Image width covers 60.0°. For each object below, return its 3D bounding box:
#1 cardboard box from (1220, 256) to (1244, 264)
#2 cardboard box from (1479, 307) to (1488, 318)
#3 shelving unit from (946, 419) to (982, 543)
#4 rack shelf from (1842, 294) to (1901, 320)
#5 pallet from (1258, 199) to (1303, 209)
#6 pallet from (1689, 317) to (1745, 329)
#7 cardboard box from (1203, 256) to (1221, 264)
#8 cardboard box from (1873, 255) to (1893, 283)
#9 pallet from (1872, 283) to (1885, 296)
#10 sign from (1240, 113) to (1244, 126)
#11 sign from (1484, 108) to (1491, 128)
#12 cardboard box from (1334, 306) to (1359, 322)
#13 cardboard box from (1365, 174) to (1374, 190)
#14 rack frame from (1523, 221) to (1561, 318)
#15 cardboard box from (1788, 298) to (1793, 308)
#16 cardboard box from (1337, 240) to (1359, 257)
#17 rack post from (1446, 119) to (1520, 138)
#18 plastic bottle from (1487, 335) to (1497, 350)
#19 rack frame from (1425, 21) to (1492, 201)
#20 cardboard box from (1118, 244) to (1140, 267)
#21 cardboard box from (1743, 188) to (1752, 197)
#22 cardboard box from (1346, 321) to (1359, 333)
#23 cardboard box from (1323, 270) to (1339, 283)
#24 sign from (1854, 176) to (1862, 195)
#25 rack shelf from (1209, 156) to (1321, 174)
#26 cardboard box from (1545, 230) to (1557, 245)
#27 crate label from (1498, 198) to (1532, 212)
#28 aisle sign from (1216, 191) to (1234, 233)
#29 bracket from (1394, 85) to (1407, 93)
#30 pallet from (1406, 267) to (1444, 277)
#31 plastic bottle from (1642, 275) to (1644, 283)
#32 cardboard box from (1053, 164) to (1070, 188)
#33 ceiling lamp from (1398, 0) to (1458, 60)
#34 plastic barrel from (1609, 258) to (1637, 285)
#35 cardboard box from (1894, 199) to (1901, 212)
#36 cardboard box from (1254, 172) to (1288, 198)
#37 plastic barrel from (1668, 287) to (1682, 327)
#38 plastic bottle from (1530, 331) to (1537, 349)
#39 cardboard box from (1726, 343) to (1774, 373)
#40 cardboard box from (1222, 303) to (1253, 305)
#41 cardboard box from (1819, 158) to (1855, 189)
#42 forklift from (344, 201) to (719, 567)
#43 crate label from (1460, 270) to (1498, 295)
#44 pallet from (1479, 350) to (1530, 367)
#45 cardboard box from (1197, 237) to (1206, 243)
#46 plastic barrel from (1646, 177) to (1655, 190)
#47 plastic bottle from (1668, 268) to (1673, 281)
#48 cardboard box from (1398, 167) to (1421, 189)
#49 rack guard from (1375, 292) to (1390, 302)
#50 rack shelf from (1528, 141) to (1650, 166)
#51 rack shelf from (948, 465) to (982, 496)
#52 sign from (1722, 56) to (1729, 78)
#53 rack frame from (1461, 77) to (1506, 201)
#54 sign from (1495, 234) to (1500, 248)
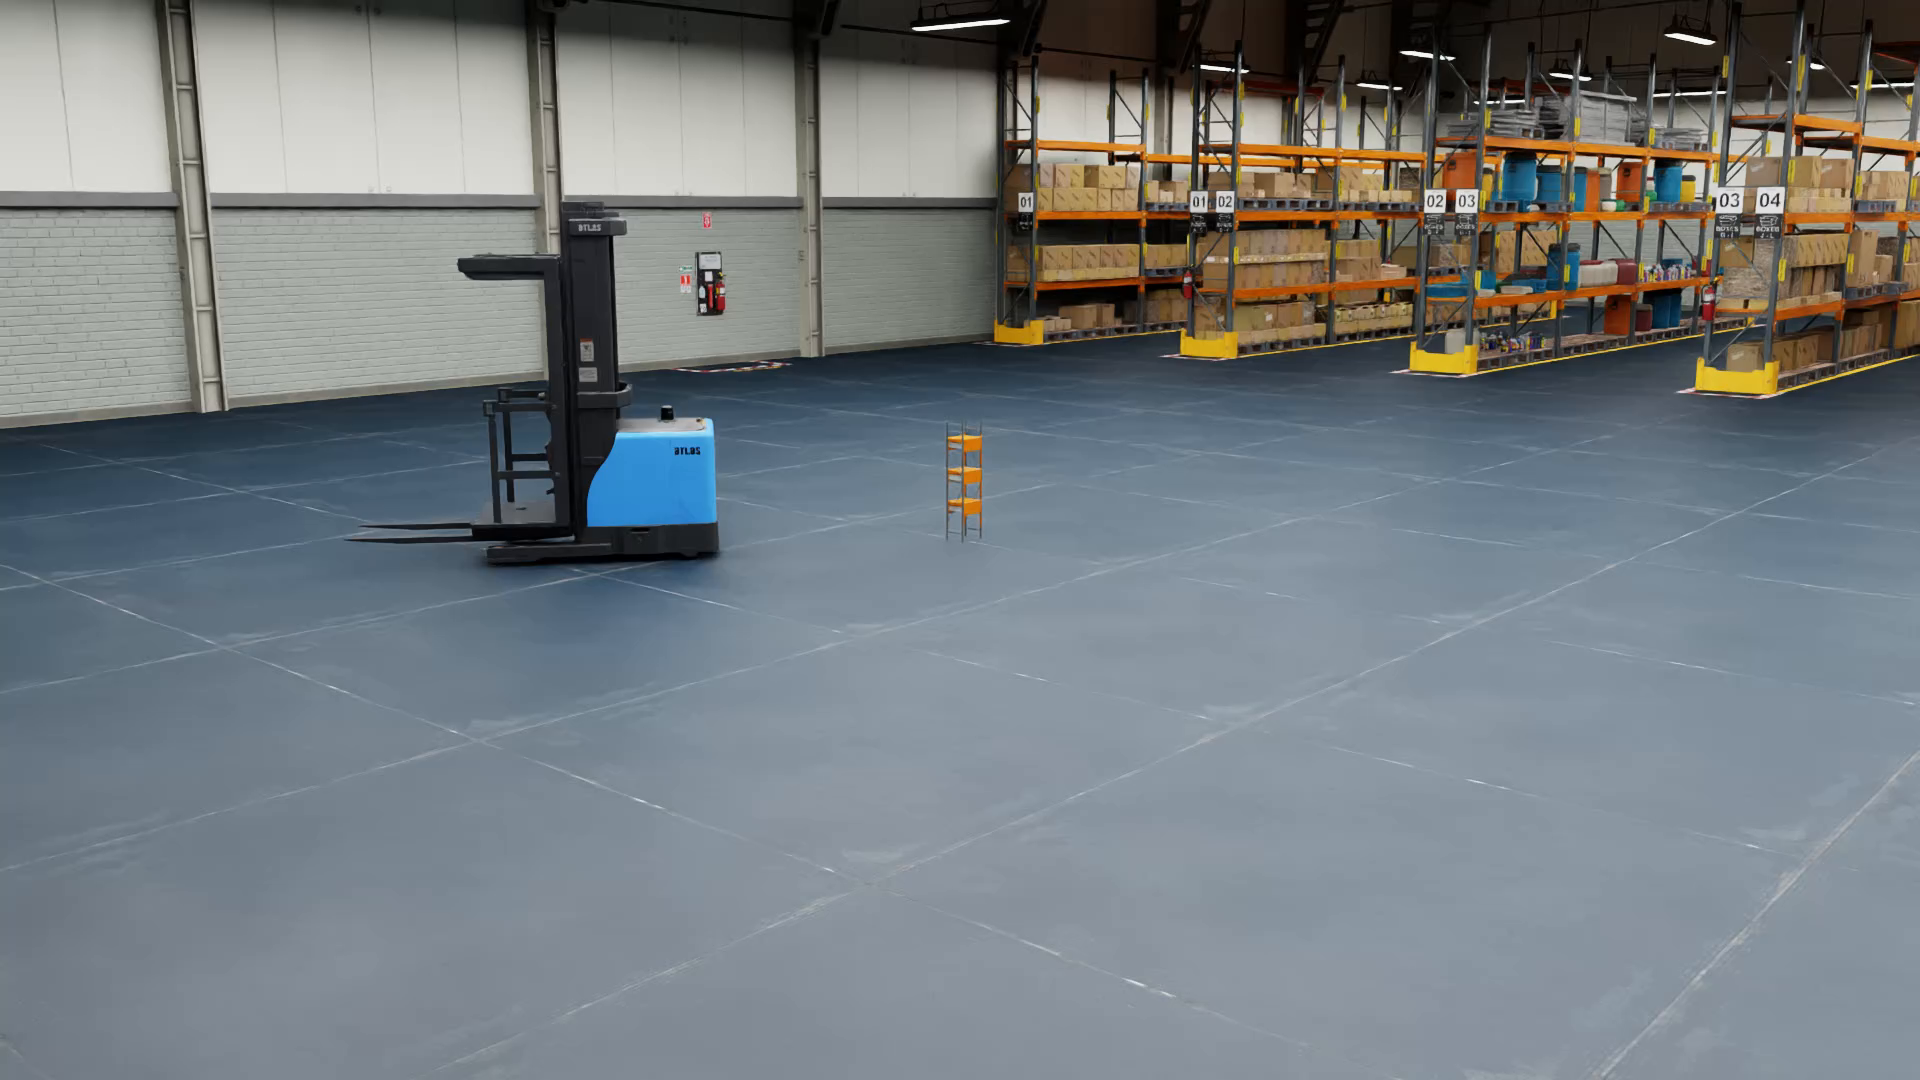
[{"bbox_3d":[5.370,-5.529,32.822,0.380,0.149,0.250,10,15,40],"label":"cardboard box"},{"bbox_3d":[12.760,-5.778,41.238,0.500,0.500,0.500,10,15,40],"label":"cardboard box"},{"bbox_3d":[0.035,-0.523,14.648,0.215,1.050,0.252,10,15,40],"label":"shelving unit"},{"bbox_3d":[16.349,-4.380,30.821,1.077,0.370,4.000,10,15,40],"label":"rack shelf"},{"bbox_3d":[6.241,-6.840,33.868,1.003,0.211,1.213,10,15,40],"label":"pallet"},{"bbox_3d":[18.656,-5.361,41.013,1.003,0.211,1.213,10,15,40],"label":"pallet"},{"bbox_3d":[5.058,-5.580,33.077,0.380,0.149,0.250,9,15,39],"label":"cardboard box"},{"bbox_3d":[17.049,-5.103,31.273,0.500,0.500,0.700,-9,15,-39],"label":"cardboard box"},{"bbox_3d":[16.393,-4.637,30.757,1.003,0.211,1.213,10,15,40],"label":"pallet"},{"bbox_3d":[6.921,-10.319,40.812,0.100,0.325,0.005,10,15,40],"label":"sign"},{"bbox_3d":[9.078,-7.258,28.610,0.100,0.325,0.005,10,15,40],"label":"sign"},{"bbox_3d":[8.384,-4.954,36.374,0.500,0.311,0.500,10,15,40],"label":"cardboard box"},{"bbox_3d":[11.171,-9.931,46.255,0.500,0.500,0.500,10,15,42],"label":"cardboard box"},{"bbox_3d":[15.511,-7.486,44.532,1.000,3.000,0.127,10,15,40],"label":"rack frame"},{"bbox_3d":[13.260,-3.847,26.954,0.380,0.149,0.250,10,15,40],"label":"cardboard box"},{"bbox_3d":[10.476,-7.977,46.225,0.980,0.700,0.700,9,14,38],"label":"cardboard box"},{"bbox_3d":[9.262,-7.282,29.472,0.954,0.300,0.937,-10,15,-41],"label":"rack post"},{"bbox_3d":[10.186,-3.788,31.851,0.152,0.276,0.135,10,15,40],"label":"plastic bottle"},{"bbox_3d":[8.667,-7.433,28.949,1.000,3.000,0.127,10,15,40],"label":"rack frame"},{"bbox_3d":[3.786,-6.555,38.287,0.500,0.500,0.500,10,15,40],"label":"cardboard box"},{"bbox_3d":[12.337,-5.524,26.419,0.380,0.149,0.250,10,15,40],"label":"cardboard box"},{"bbox_3d":[8.380,-4.680,36.433,0.500,0.250,0.500,10,15,42],"label":"cardboard box"},{"bbox_3d":[7.882,-5.725,36.098,0.500,0.250,0.500,11,16,44],"label":"cardboard box"},{"bbox_3d":[15.441,-6.094,28.587,0.100,0.325,0.005,10,15,40],"label":"sign"},{"bbox_3d":[7.827,-9.636,42.838,1.077,0.370,4.000,10,15,40],"label":"rack shelf"},{"bbox_3d":[15.424,-7.924,43.918,0.500,0.500,0.500,10,15,40],"label":"cardboard box"},{"bbox_3d":[10.151,-6.121,30.422,0.502,0.251,0.408,10,15,40],"label":"crate label"},{"bbox_3d":[5.136,-6.357,32.244,0.394,0.787,0.004,10,15,40],"label":"aisle sign"},{"bbox_3d":[12.913,-13.235,48.809,0.235,0.232,0.430,10,15,40],"label":"bracket"},{"bbox_3d":[10.625,-6.323,39.202,1.213,0.211,1.003,10,15,40],"label":"pallet"},{"bbox_3d":[14.638,-5.620,35.698,0.097,0.201,0.097,0,11,0],"label":"plastic bottle"},{"bbox_3d":[2.031,-7.884,36.010,0.500,0.500,0.500,10,15,40],"label":"cardboard box"},{"bbox_3d":[9.528,-11.155,32.682,0.800,3.185,2.000,10,15,40],"label":"ceiling lamp"},{"bbox_3d":[13.870,-5.627,34.878,0.600,0.536,0.708,10,15,40],"label":"plastic barrel"},{"bbox_3d":[17.222,-6.248,31.061,0.500,0.250,0.500,10,15,40],"label":"cardboard box"},{"bbox_3d":[6.251,-7.135,33.434,0.500,0.500,0.500,10,15,40],"label":"cardboard box"},{"bbox_3d":[16.217,-5.355,38.151,0.600,0.901,0.708,10,15,40],"label":"plastic barrel"},{"bbox_3d":[10.973,-3.836,31.897,0.144,0.351,0.185,9,14,38],"label":"plastic bottle"},{"bbox_3d":[12.813,-2.920,26.983,0.500,0.500,0.500,-9,14,-37],"label":"cardboard box"},{"bbox_3d":[5.729,-4.623,34.234,0.500,0.500,0.500,10,15,40],"label":"cardboard box"},{"bbox_3d":[14.923,-6.251,28.399,0.500,0.500,0.500,9,15,39],"label":"cardboard box"},{"bbox_3d":[-3.589,-1.330,13.885,3.031,2.935,1.130,-2,11,-9],"label":"forklift"},{"bbox_3d":[9.679,-4.814,31.064,0.502,0.435,0.616,10,15,40],"label":"crate label"},{"bbox_3d":[10.028,-3.438,31.386,1.003,0.211,1.213,10,15,40],"label":"pallet"},{"bbox_3d":[6.100,-7.428,41.206,0.380,0.149,0.250,7,13,31],"label":"cardboard box"},{"bbox_3d":[15.005,-7.692,36.485,0.433,0.535,0.433,0,11,0],"label":"plastic barrel"},{"bbox_3d":[15.755,-5.914,36.978,0.152,0.276,0.135,10,15,40],"label":"plastic bottle"},{"bbox_3d":[10.523,-8.382,38.554,0.500,0.500,0.500,10,15,40],"label":"cardboard box"},{"bbox_3d":[11.803,-6.903,47.998,1.175,0.500,0.348,10,15,40],"label":"rack guard"},{"bbox_3d":[12.628,-7.766,33.478,1.077,0.370,4.000,10,15,40],"label":"rack shelf"},{"bbox_3d":[0.035,-0.512,14.650,0.215,0.259,0.240,10,15,40],"label":"rack shelf"},{"bbox_3d":[11.985,-7.403,26.010,0.100,0.325,0.005,10,15,40],"label":"sign"},{"bbox_3d":[12.870,-9.839,40.998,1.000,3.000,0.127,10,15,40],"label":"rack frame"},{"bbox_3d":[13.290,-7.394,41.115,0.100,0.325,0.005,10,15,40],"label":"sign"}]
